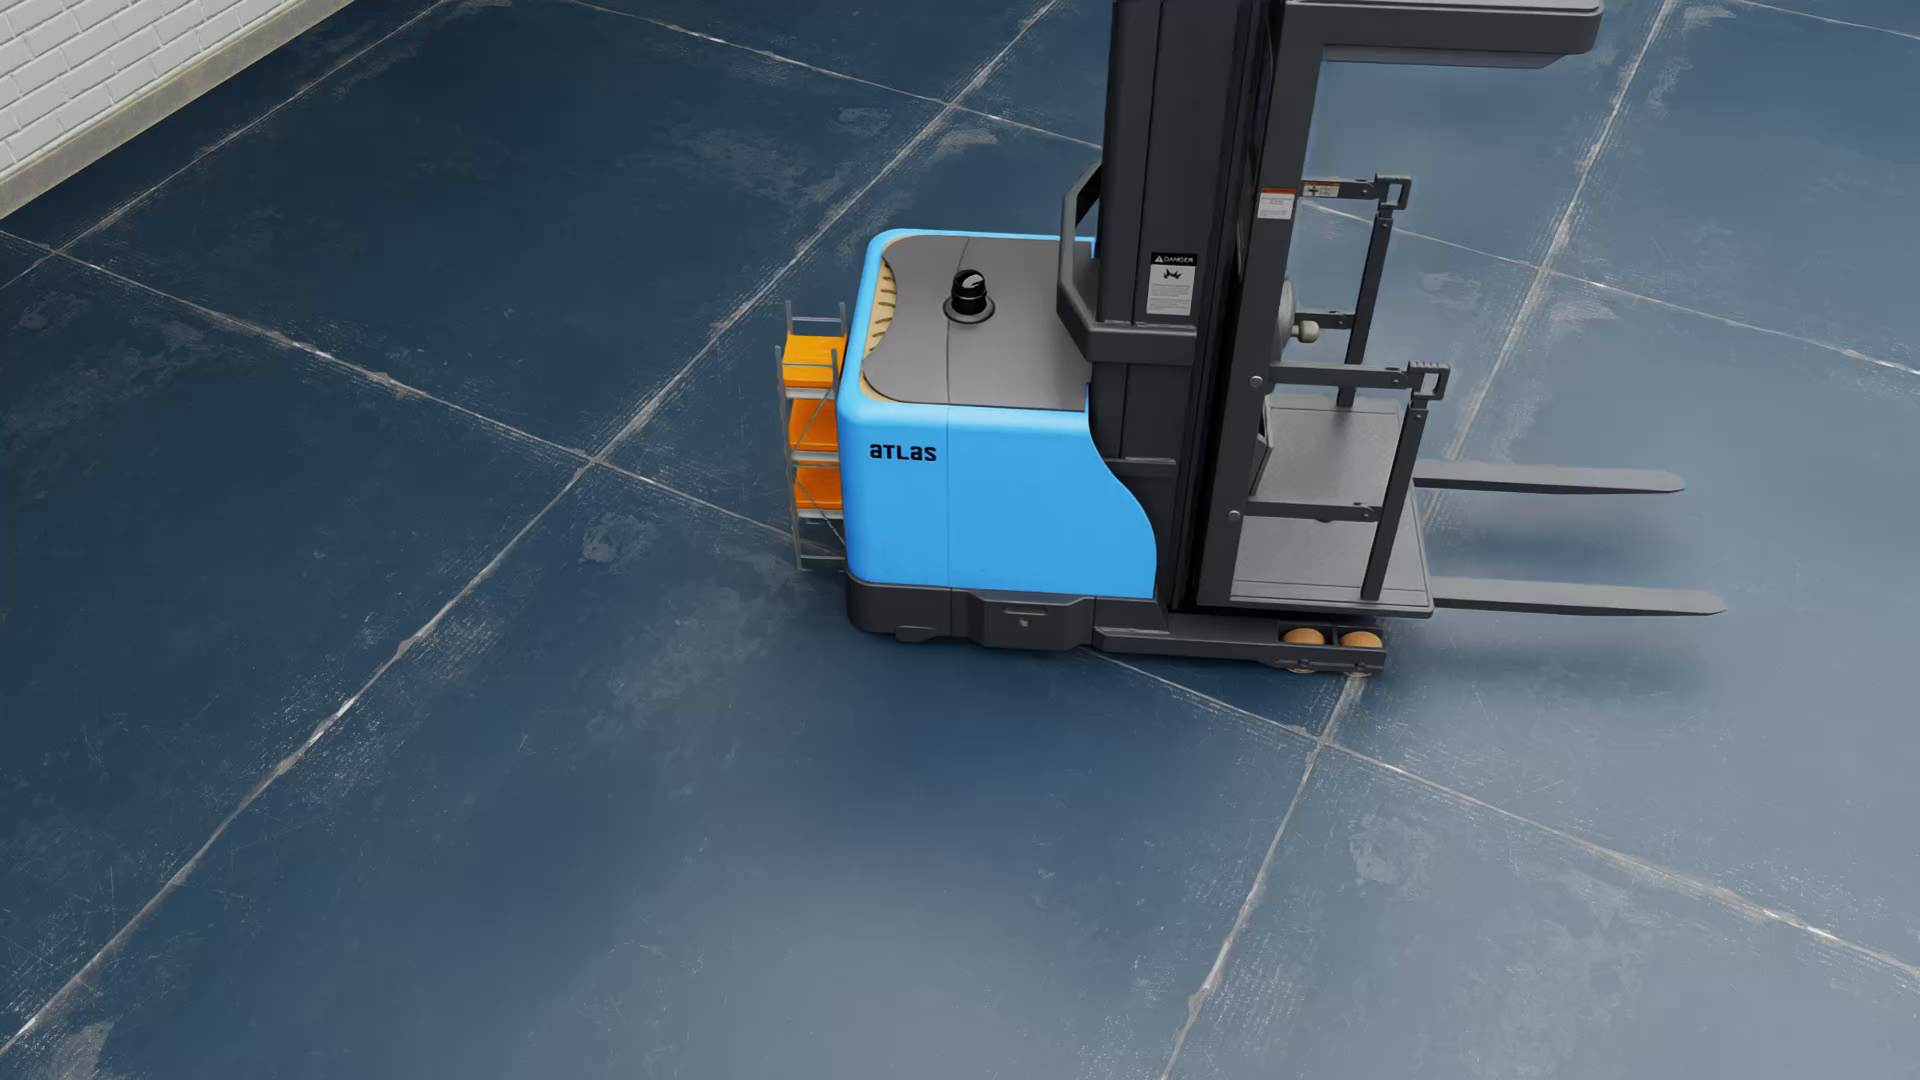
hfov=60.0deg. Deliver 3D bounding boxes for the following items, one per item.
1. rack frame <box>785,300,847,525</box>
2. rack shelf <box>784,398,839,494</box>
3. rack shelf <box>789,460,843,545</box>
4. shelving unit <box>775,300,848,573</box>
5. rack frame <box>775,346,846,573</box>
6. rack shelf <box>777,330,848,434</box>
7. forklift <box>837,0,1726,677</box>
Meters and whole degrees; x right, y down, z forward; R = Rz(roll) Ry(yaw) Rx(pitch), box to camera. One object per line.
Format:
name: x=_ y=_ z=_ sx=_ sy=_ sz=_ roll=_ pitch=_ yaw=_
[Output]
rack frame: x=-0.485 y=-0.428 z=5.934 sx=0.200 sy=1.050 sz=0.008 roll=3 pitch=45 yaw=3
rack shelf: x=-0.492 y=-0.334 z=5.856 sx=0.215 sy=0.259 sz=0.240 roll=3 pitch=45 yaw=3
rack shelf: x=-0.492 y=-0.138 z=6.054 sx=0.215 sy=0.259 sz=0.240 roll=3 pitch=45 yaw=3
shelving unit: x=-0.492 y=-0.341 z=5.849 sx=0.215 sy=1.050 sz=0.252 roll=3 pitch=45 yaw=3
rack frame: x=-0.500 y=-0.254 z=5.763 sx=0.200 sy=1.050 sz=0.008 roll=3 pitch=45 yaw=3
rack shelf: x=-0.492 y=-0.533 z=5.655 sx=0.215 sy=0.259 sz=0.240 roll=3 pitch=45 yaw=3
forklift: x=1.142 y=-0.951 z=5.130 sx=3.031 sy=2.935 sz=1.130 roll=3 pitch=45 yaw=3
